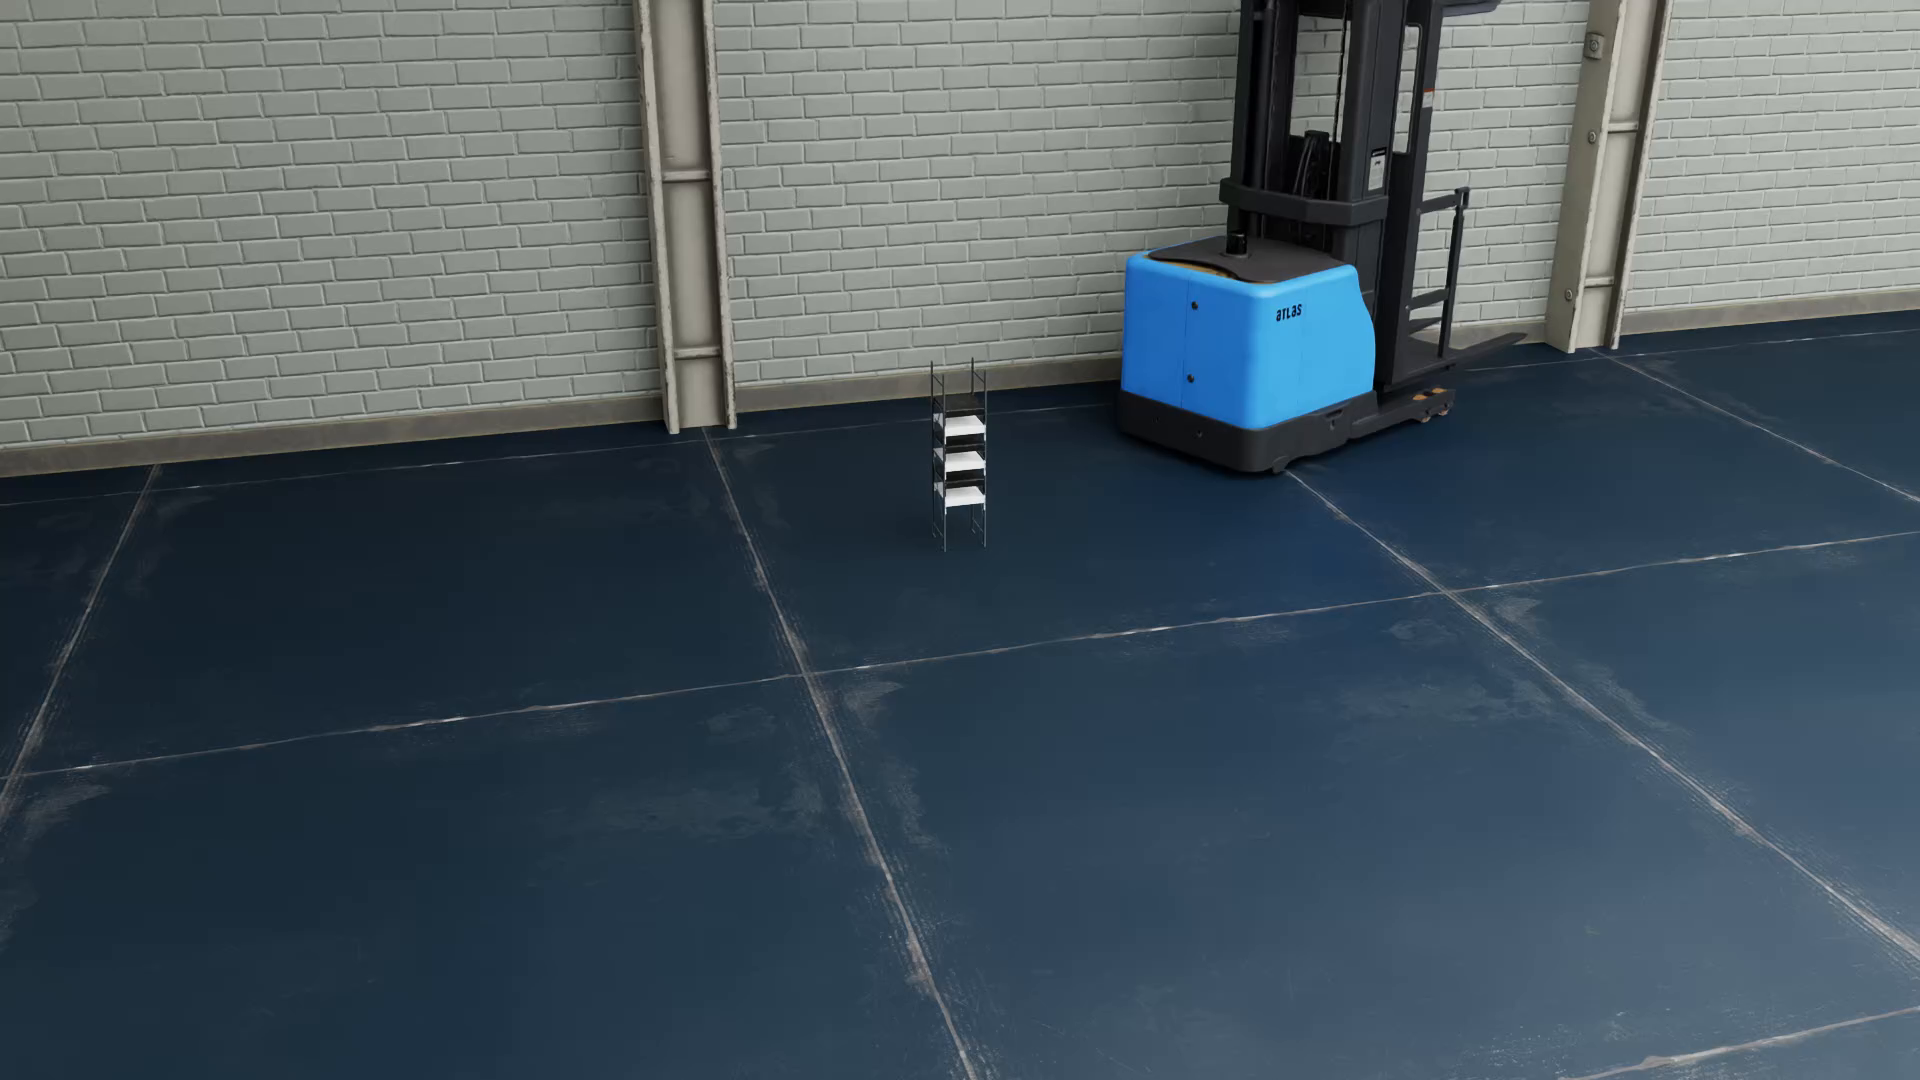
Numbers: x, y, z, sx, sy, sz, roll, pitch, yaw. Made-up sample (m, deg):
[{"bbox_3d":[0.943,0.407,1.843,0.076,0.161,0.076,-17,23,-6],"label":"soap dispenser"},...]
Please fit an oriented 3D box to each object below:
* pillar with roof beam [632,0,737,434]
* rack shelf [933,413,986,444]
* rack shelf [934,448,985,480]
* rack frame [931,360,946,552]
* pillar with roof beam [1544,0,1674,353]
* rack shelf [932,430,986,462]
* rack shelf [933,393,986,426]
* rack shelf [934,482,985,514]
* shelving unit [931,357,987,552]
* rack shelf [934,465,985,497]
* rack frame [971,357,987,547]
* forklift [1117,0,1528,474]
[{"bbox_3d":[-0.381,-3.197,4.289,0.400,9.000,9.100,-6,24,-14],"label":"pillar with roof beam"},{"bbox_3d":[-0.008,-0.547,8.013,0.200,0.077,0.258,-6,24,-14],"label":"rack shelf"},{"bbox_3d":[-0.008,-0.382,8.084,0.200,0.077,0.258,-6,24,-14],"label":"rack shelf"},{"bbox_3d":[-0.106,-0.402,8.045,0.006,0.900,0.240,-6,24,-14],"label":"rack frame"},{"bbox_3d":[5.396,-3.836,5.779,0.400,9.000,9.100,-6,24,-14],"label":"pillar with roof beam"},{"bbox_3d":[-0.008,-0.465,8.048,0.200,0.077,0.258,-6,24,-14],"label":"rack shelf"},{"bbox_3d":[-0.008,-0.630,7.977,0.200,0.077,0.258,-6,24,-14],"label":"rack shelf"},{"bbox_3d":[-0.008,-0.217,8.155,0.200,0.077,0.258,-6,24,-14],"label":"rack shelf"},{"bbox_3d":[-0.008,-0.413,8.071,0.210,0.900,0.258,-6,24,-14],"label":"shelving unit"},{"bbox_3d":[-0.008,-0.299,8.119,0.200,0.077,0.258,-6,24,-14],"label":"rack shelf"},{"bbox_3d":[0.090,-0.424,8.096,0.006,0.900,0.240,-6,24,-14],"label":"rack frame"},{"bbox_3d":[2.338,-2.178,9.608,3.031,2.935,1.130,-19,30,-38],"label":"forklift"}]
